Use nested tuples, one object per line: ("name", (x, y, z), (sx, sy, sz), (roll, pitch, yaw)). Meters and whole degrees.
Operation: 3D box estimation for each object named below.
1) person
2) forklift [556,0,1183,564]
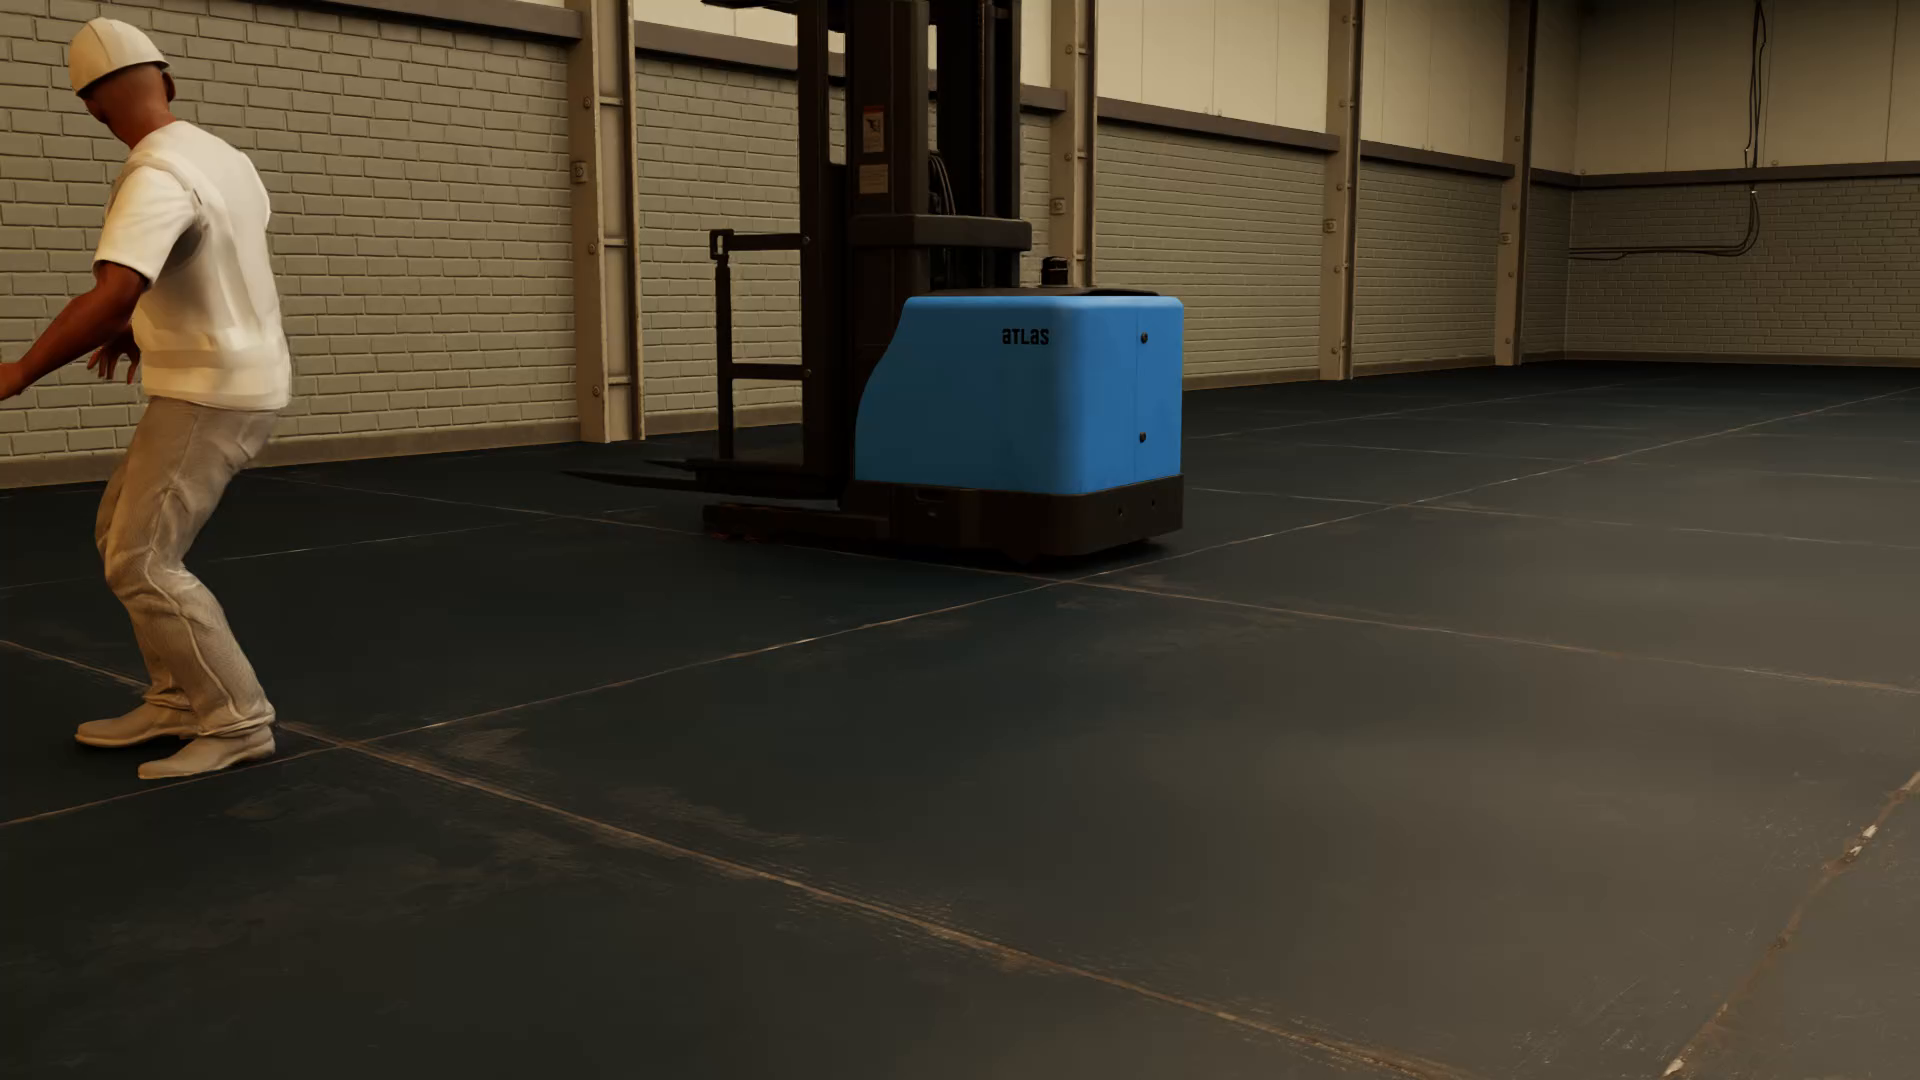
("person", (-1.897, -0.316, 3.848), (0.645, 1.716, 0.821), (-3, 9, -17))
("forklift", (-0.544, -1.493, 7.482), (3.031, 2.935, 1.130), (5, 10, 33))
